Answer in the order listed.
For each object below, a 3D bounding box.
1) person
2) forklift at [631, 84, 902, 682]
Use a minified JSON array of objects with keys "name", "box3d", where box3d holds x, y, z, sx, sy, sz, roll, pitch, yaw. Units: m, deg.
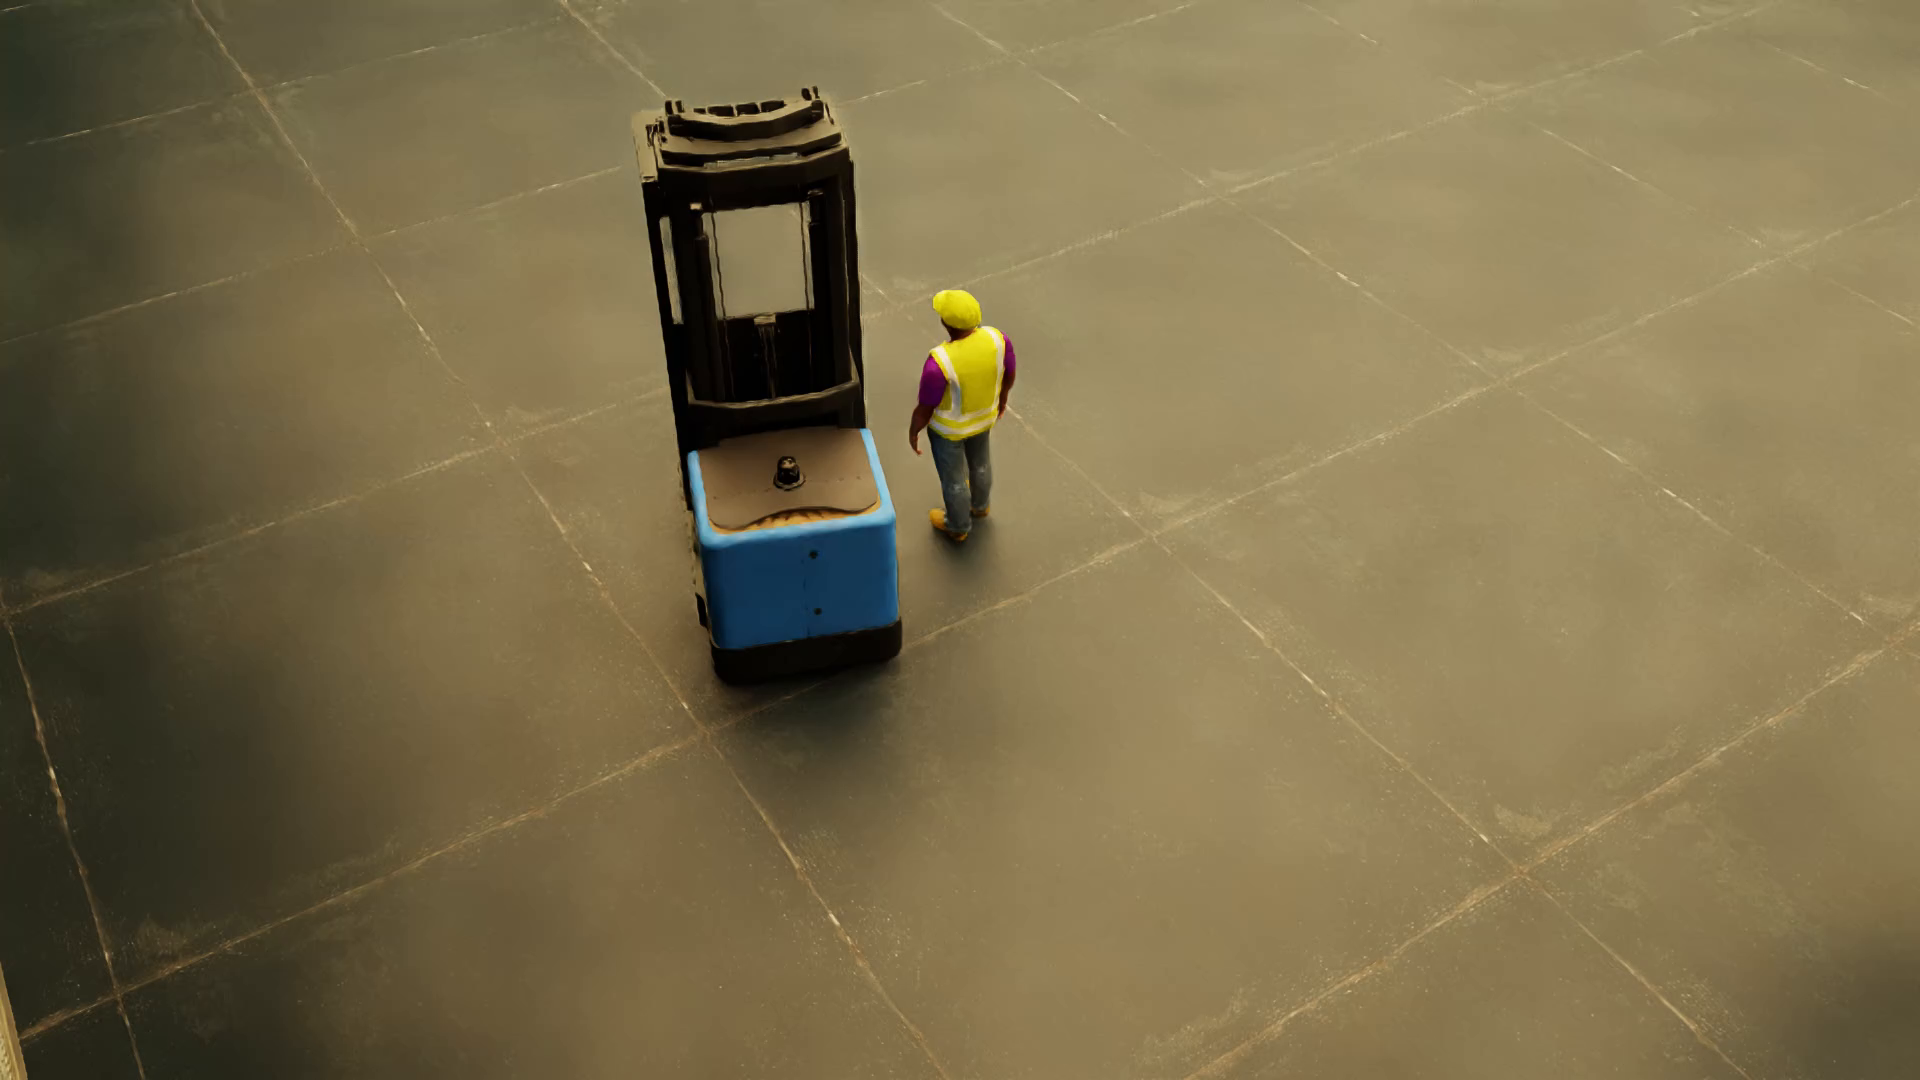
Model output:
[{"name":"person","box3d":[-0.033,-0.742,9.531,0.665,1.766,0.576,-23,46,-24]},{"name":"forklift","box3d":[-1.145,-1.308,9.368,1.130,2.935,3.031,-8,42,-9]}]
